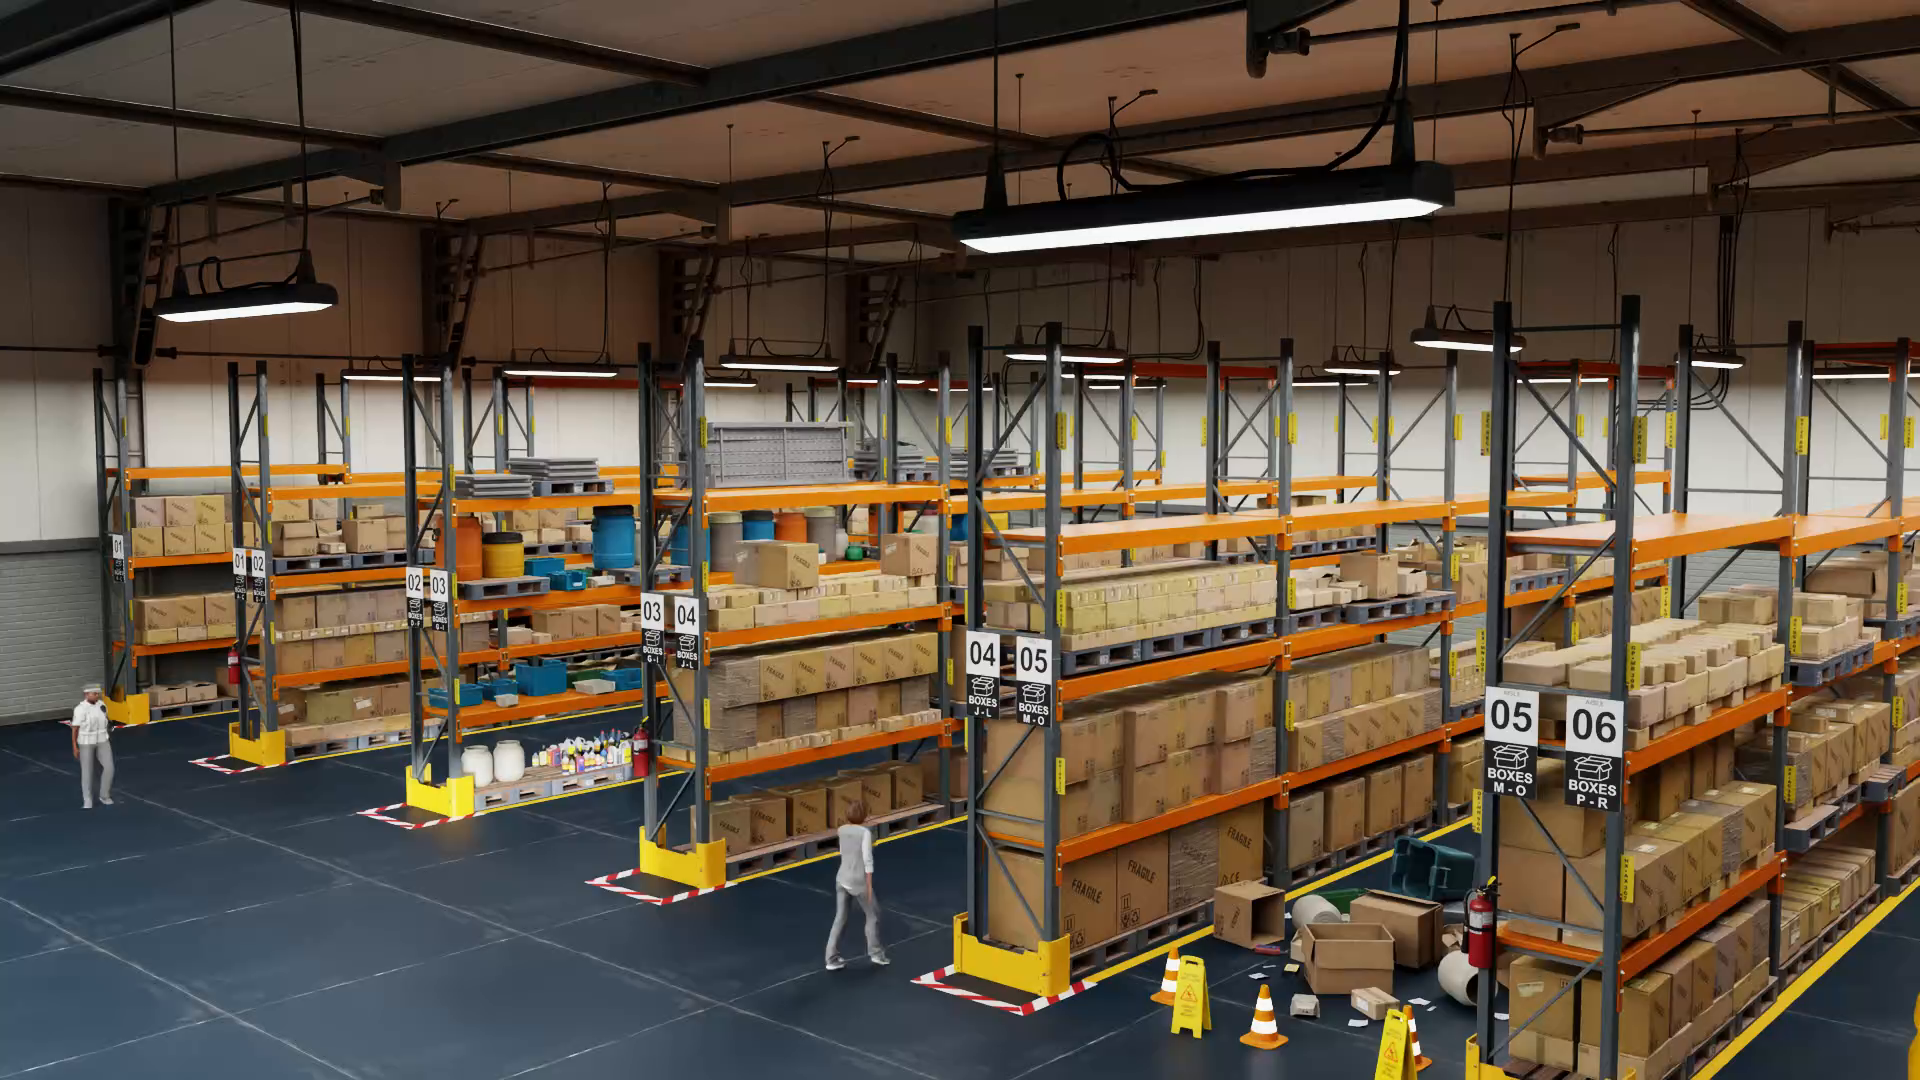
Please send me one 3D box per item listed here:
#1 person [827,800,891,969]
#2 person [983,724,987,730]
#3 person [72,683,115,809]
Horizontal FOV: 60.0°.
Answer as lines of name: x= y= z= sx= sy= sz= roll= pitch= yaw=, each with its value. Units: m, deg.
person: x=-0.952 y=3.244 z=15.576 sx=0.692 sy=1.602 sz=0.508 roll=-4 pitch=6 yaw=-44
person: x=0.485 y=2.293 z=27.355 sx=0.498 sy=1.707 sz=0.537 roll=0 pitch=4 yaw=-7
person: x=-11.519 y=2.748 z=22.099 sx=0.349 sy=1.738 sz=0.542 roll=3 pitch=5 yaw=36
